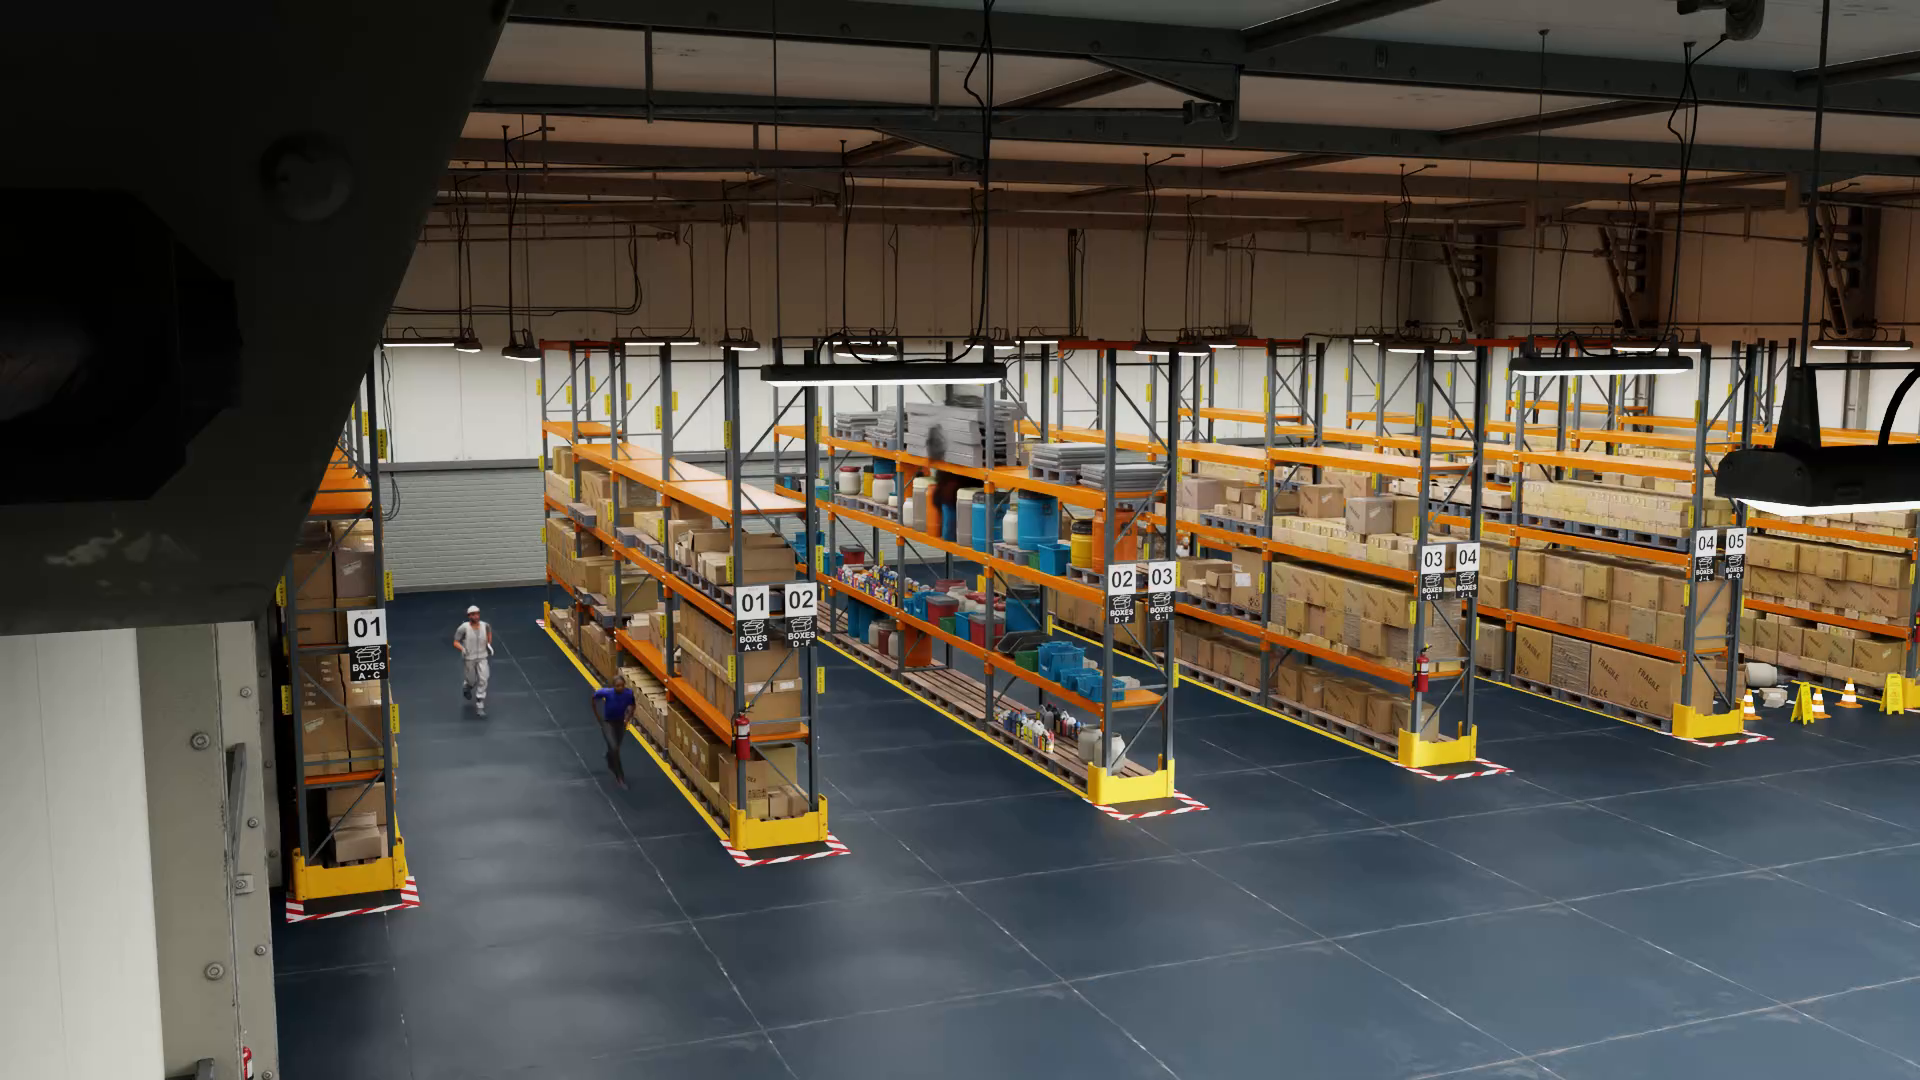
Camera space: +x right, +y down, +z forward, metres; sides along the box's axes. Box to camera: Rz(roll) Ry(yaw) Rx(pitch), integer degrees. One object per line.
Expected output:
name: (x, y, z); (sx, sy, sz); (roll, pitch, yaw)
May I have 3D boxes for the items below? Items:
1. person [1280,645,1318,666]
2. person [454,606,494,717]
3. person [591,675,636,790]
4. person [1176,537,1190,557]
person: (6.370, 1.421, 31.018); (0.708, 1.789, 0.852); (-5, 9, -35)
person: (-7.930, 1.947, 27.174); (0.666, 1.787, 0.866); (-5, 9, -32)
person: (-4.818, 2.592, 23.010); (0.592, 1.615, 0.978); (-3, 8, -23)
person: (4.977, 0.700, 37.448); (0.597, 1.603, 0.723); (-4, 8, -27)
